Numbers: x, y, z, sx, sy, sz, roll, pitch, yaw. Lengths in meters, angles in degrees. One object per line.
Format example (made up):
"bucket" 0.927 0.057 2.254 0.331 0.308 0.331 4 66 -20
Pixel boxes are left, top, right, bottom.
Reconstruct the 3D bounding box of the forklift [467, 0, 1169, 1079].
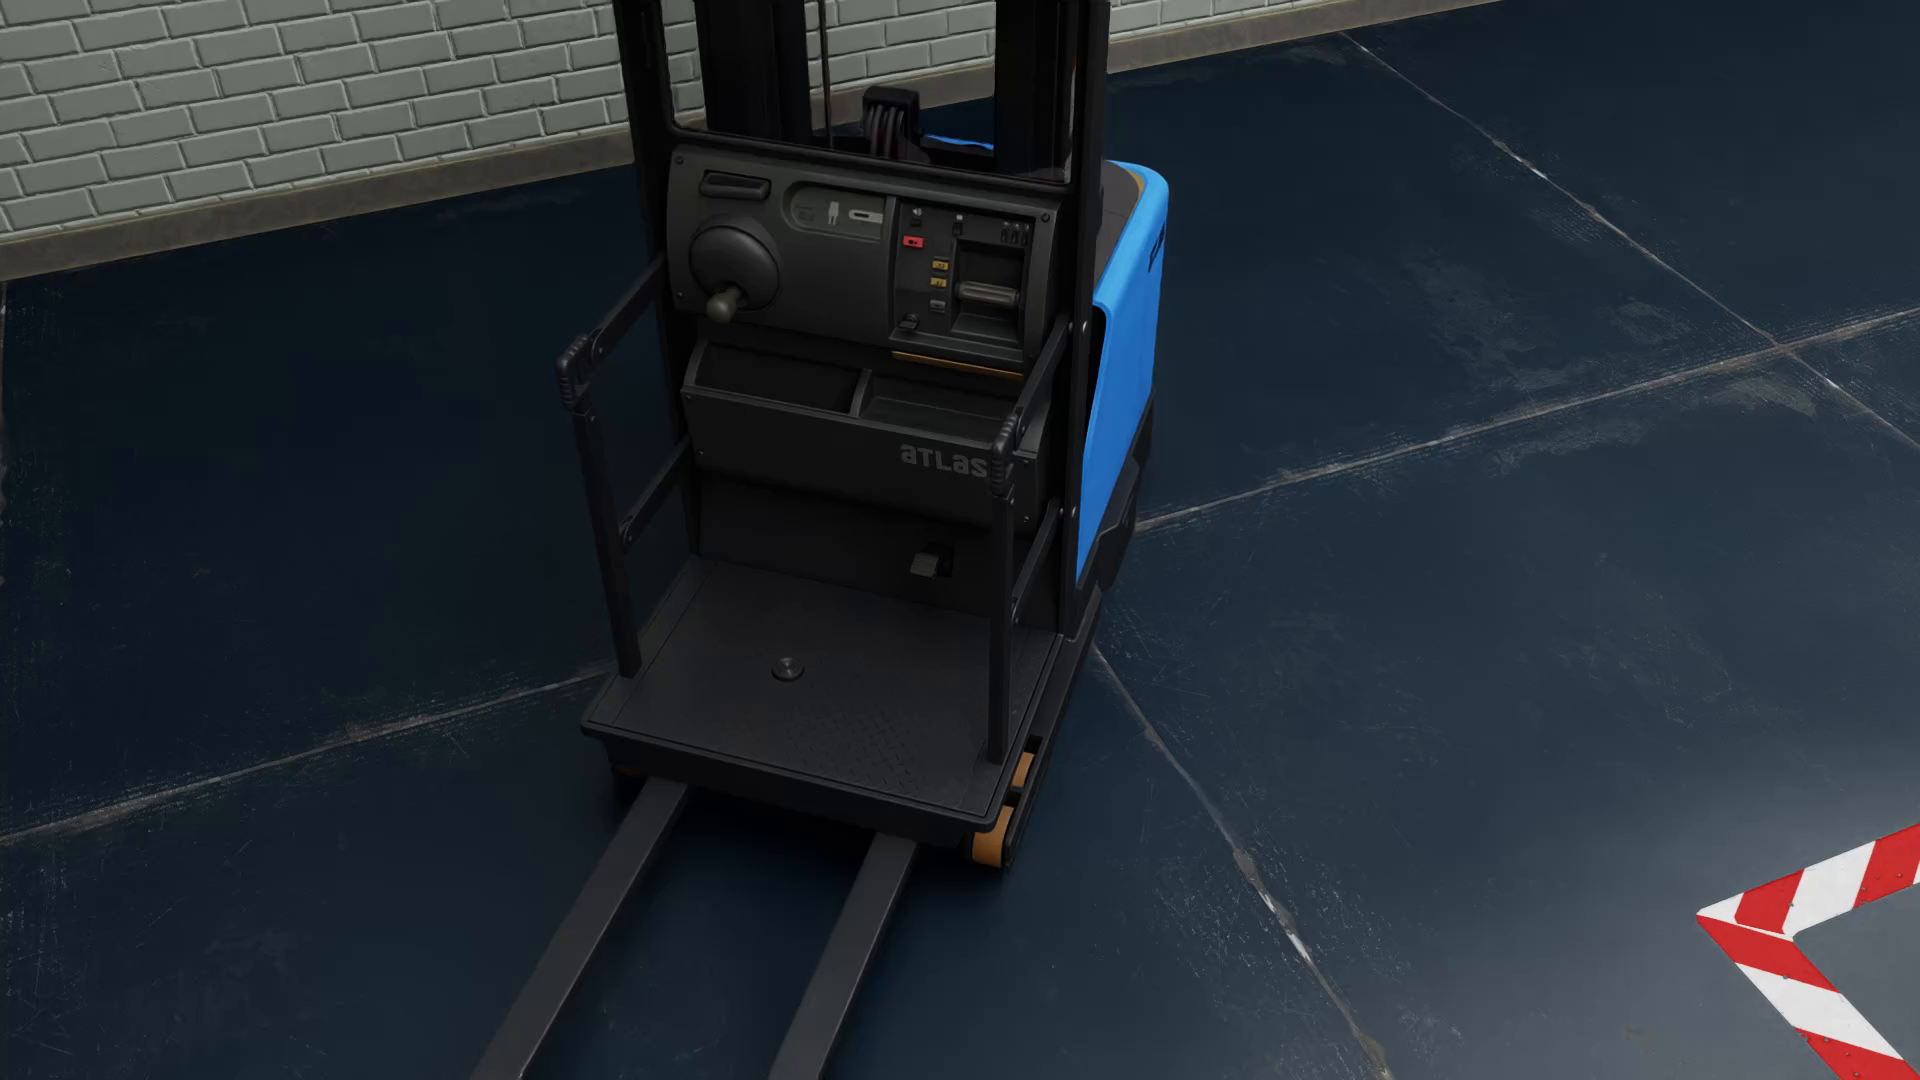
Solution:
"forklift" -0.301 -0.569 3.664 1.130 2.935 3.031 12 42 13
